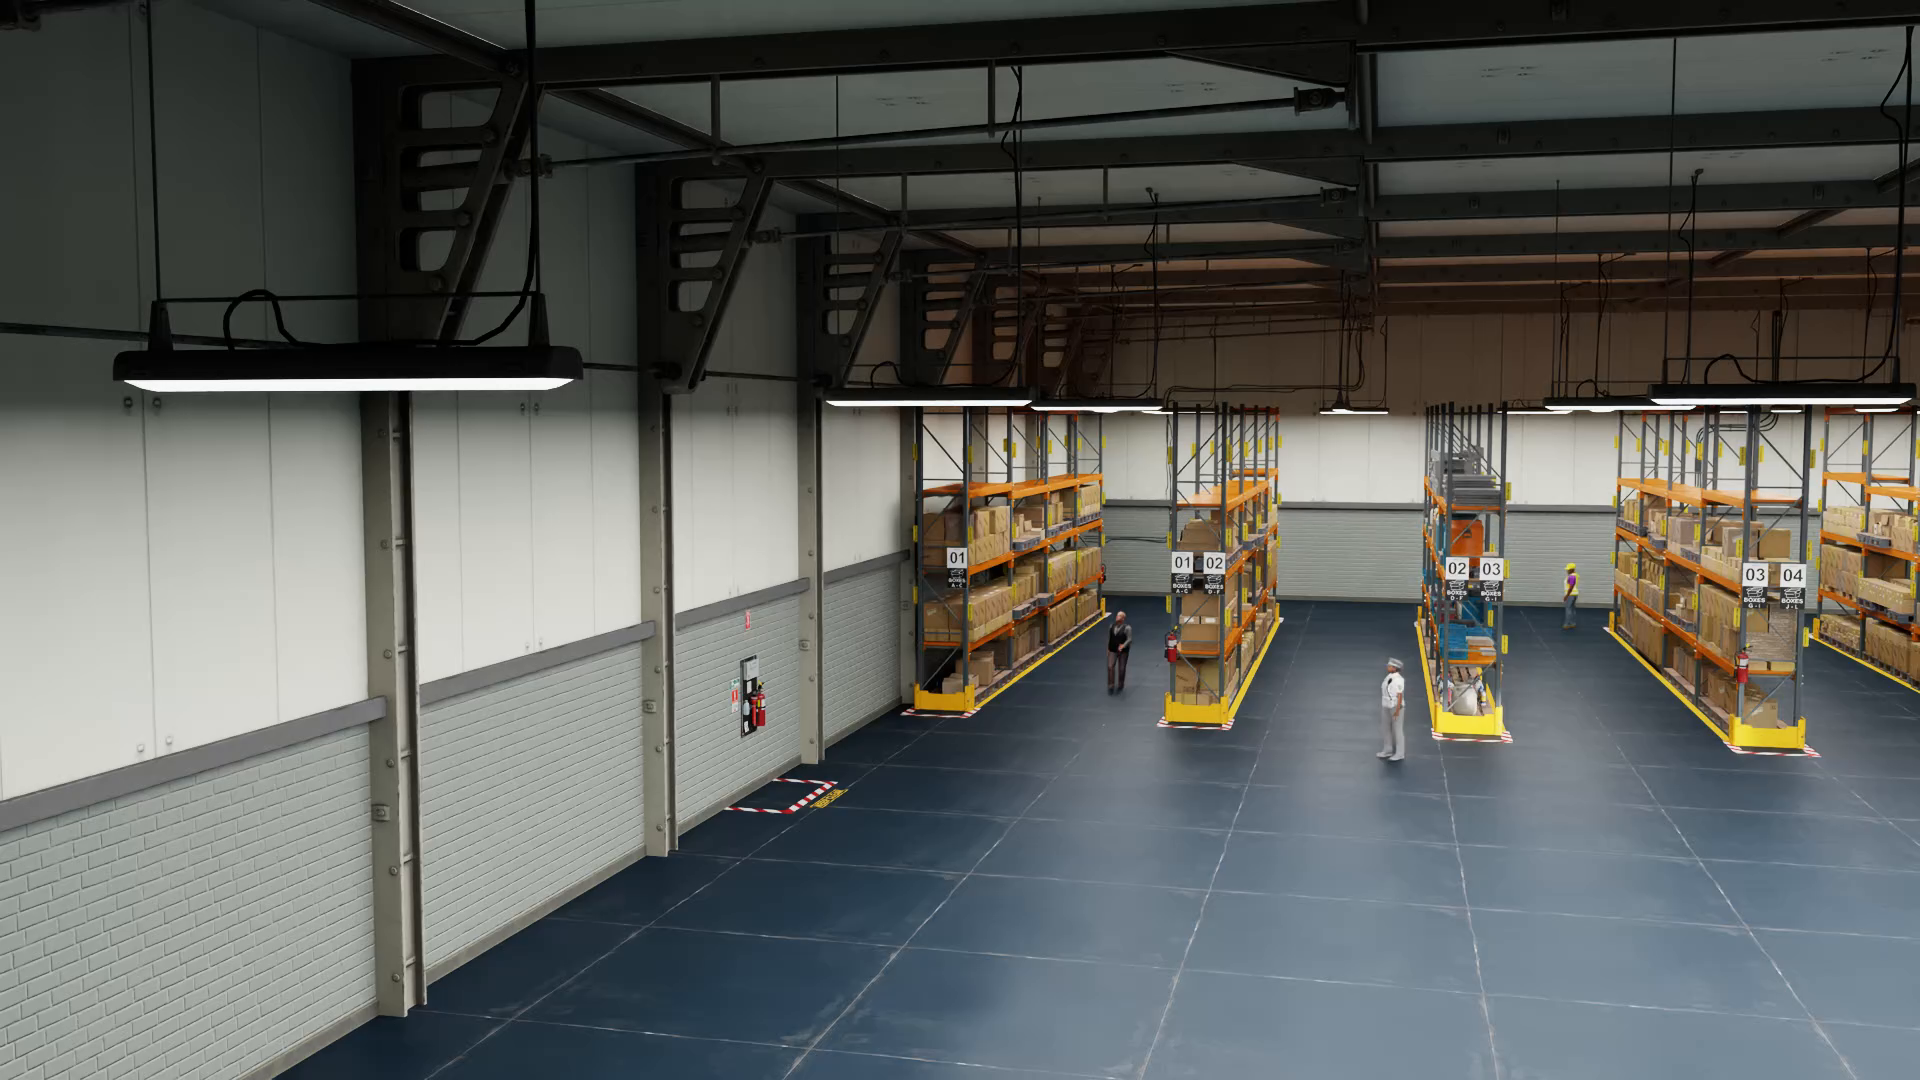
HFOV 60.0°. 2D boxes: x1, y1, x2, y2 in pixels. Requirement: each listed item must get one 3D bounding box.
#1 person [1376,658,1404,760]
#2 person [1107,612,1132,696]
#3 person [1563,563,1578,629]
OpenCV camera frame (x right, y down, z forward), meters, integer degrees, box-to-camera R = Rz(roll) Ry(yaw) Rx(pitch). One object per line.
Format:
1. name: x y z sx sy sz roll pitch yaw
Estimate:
1. person: 7.218 2.811 27.813 0.380 1.700 0.494 -2 5 -30
2. person: 3.310 2.341 34.556 0.554 1.699 0.992 1 4 13
3. person: 16.482 1.509 44.950 0.401 1.783 0.593 2 5 30
